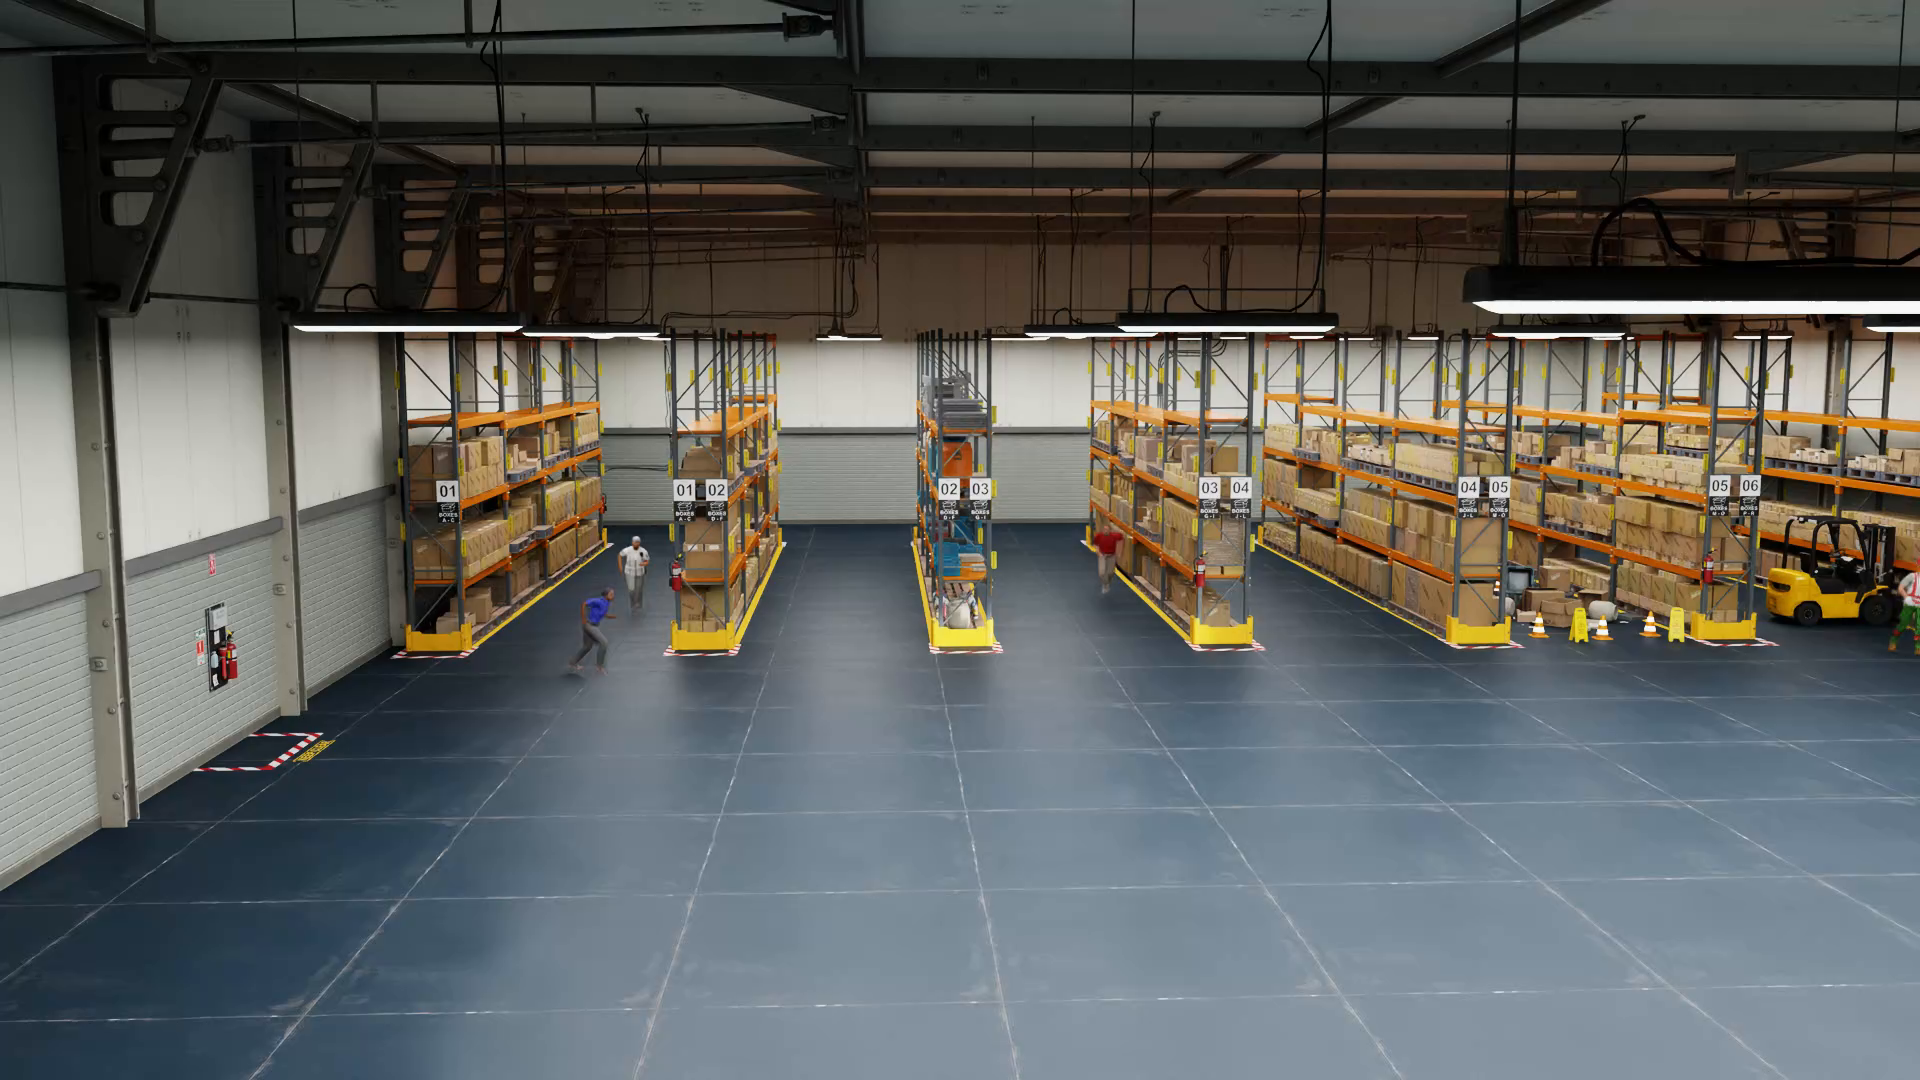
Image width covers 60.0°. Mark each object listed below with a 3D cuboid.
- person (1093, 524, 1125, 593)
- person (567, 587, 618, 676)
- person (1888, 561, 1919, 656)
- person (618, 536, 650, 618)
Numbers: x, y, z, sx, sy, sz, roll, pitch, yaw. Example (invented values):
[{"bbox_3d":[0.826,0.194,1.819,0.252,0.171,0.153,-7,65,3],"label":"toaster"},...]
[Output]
[{"bbox_3d":[3.251,0.402,36.294,0.695,1.571,0.806,1,7,6],"label":"person"},{"bbox_3d":[-6.398,1.592,28.832,0.955,1.596,0.623,2,7,13],"label":"person"},{"bbox_3d":[17.559,1.217,30.447,0.711,1.768,1.010,1,7,7],"label":"person"},{"bbox_3d":[-6.889,0.761,35.217,0.643,1.715,0.833,-2,7,-16],"label":"person"}]
